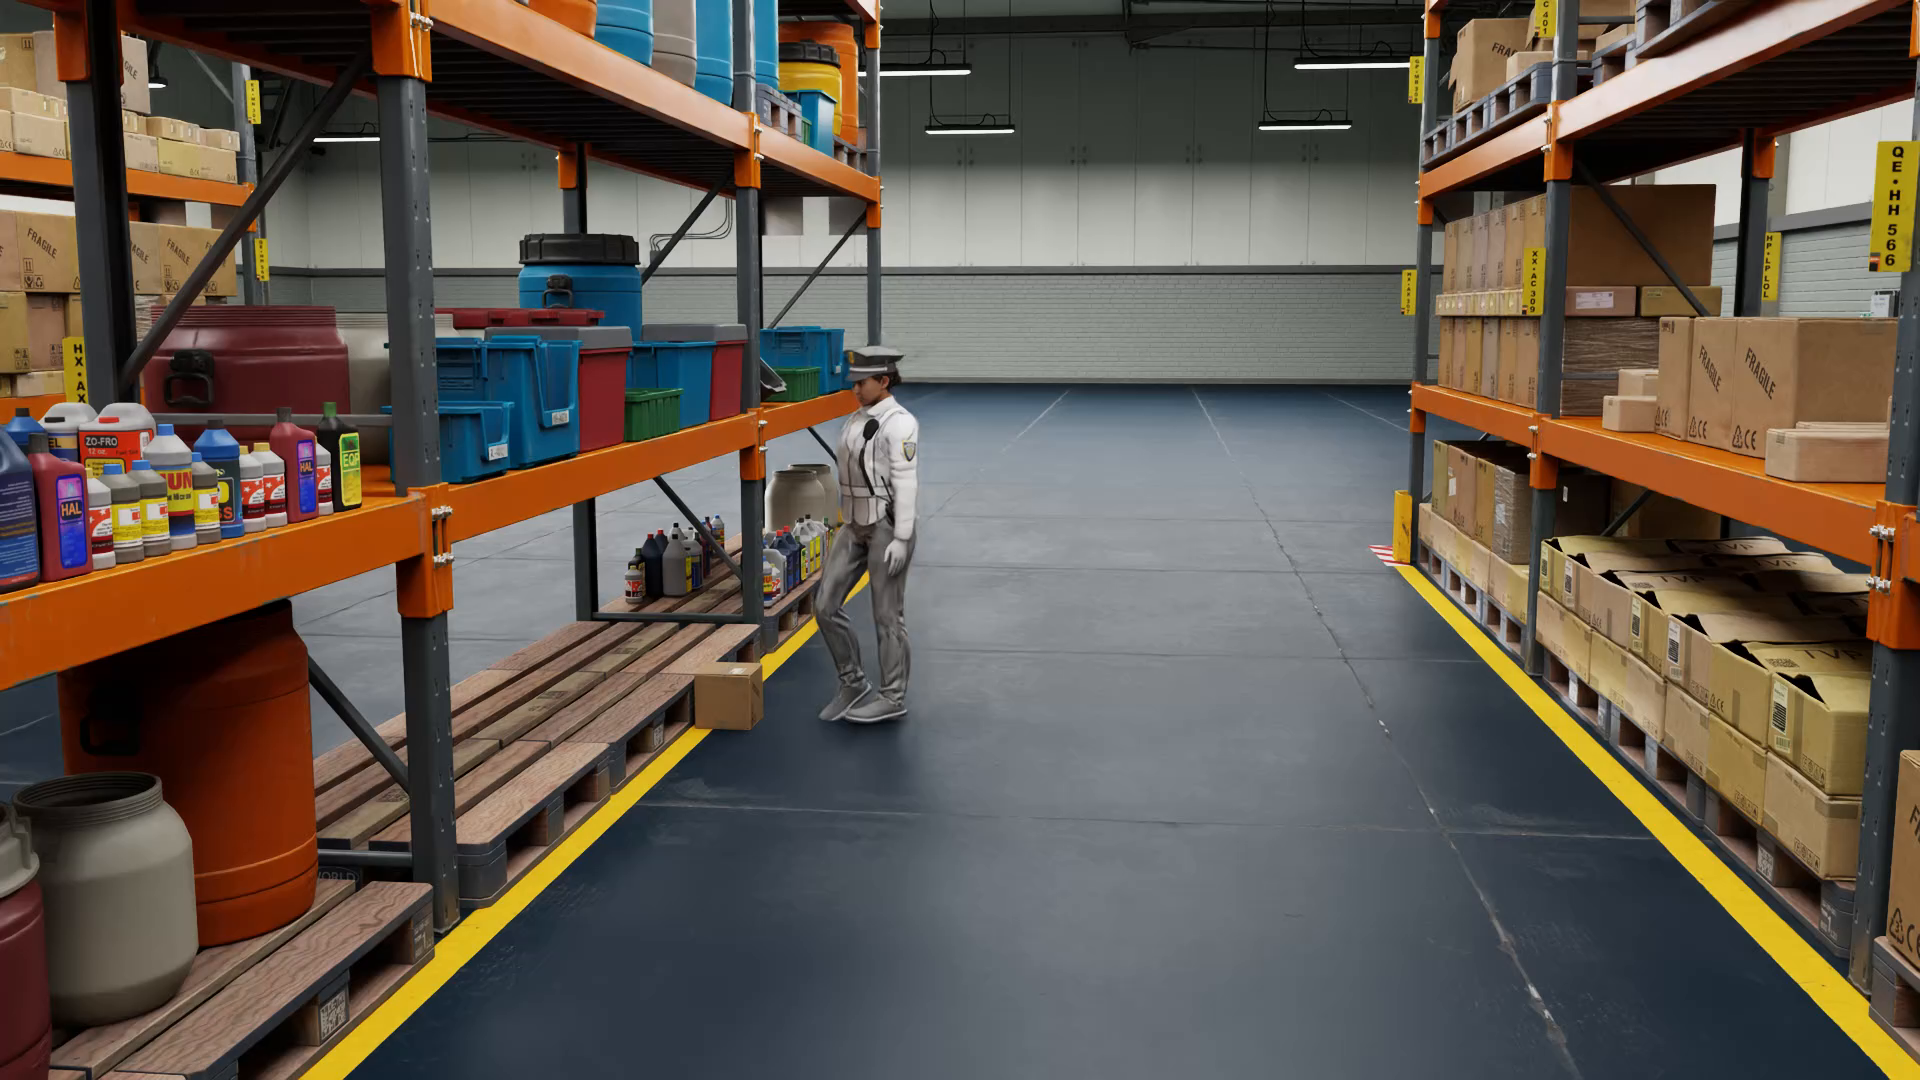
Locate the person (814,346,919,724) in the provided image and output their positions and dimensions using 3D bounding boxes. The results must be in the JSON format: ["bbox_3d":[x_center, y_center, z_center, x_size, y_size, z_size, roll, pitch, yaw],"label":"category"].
[{"bbox_3d":[-0.400,0.003,7.325,0.414,1.704,0.490,-6,10,-37],"label":"person"}]
